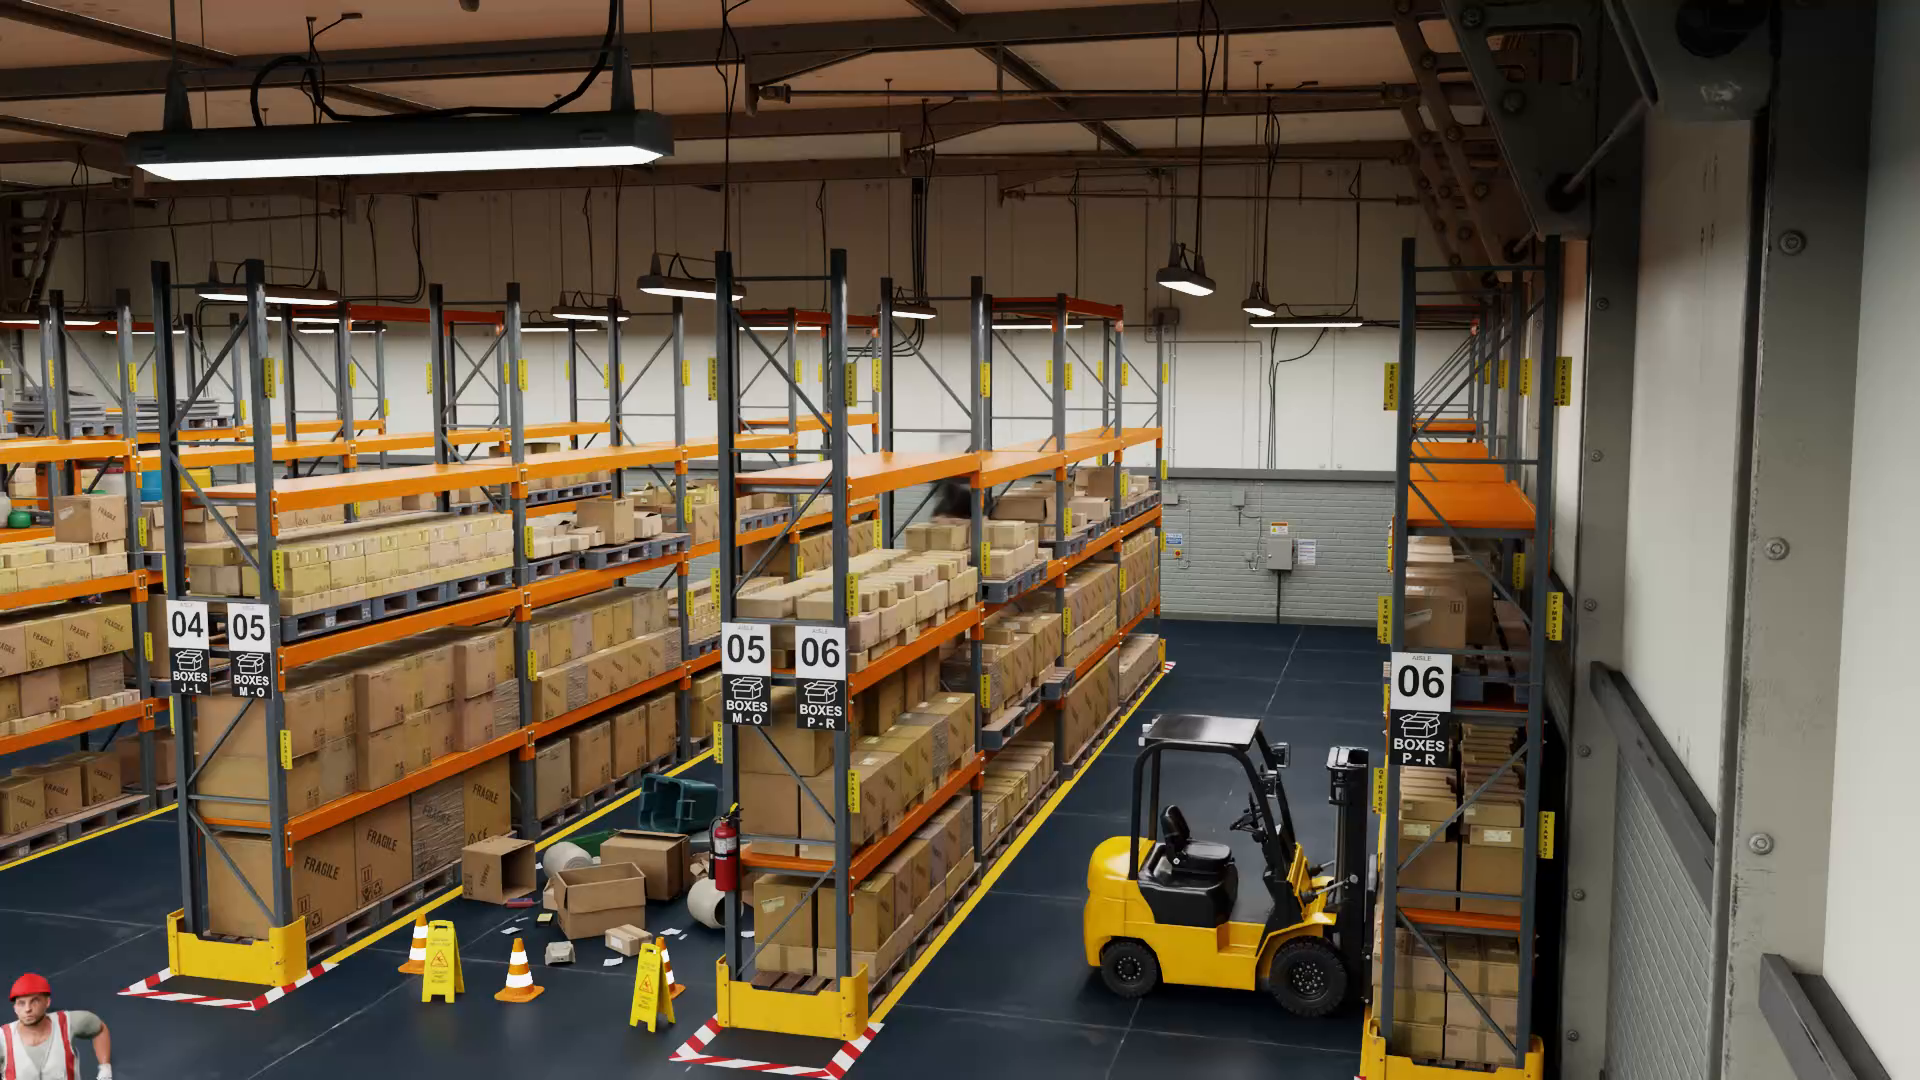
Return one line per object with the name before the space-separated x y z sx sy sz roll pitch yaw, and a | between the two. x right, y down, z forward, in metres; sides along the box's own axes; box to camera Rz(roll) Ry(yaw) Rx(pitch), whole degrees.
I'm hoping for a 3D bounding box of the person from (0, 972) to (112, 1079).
person | -5.138 3.292 9.356 0.674 1.829 0.925 -3 7 -26
